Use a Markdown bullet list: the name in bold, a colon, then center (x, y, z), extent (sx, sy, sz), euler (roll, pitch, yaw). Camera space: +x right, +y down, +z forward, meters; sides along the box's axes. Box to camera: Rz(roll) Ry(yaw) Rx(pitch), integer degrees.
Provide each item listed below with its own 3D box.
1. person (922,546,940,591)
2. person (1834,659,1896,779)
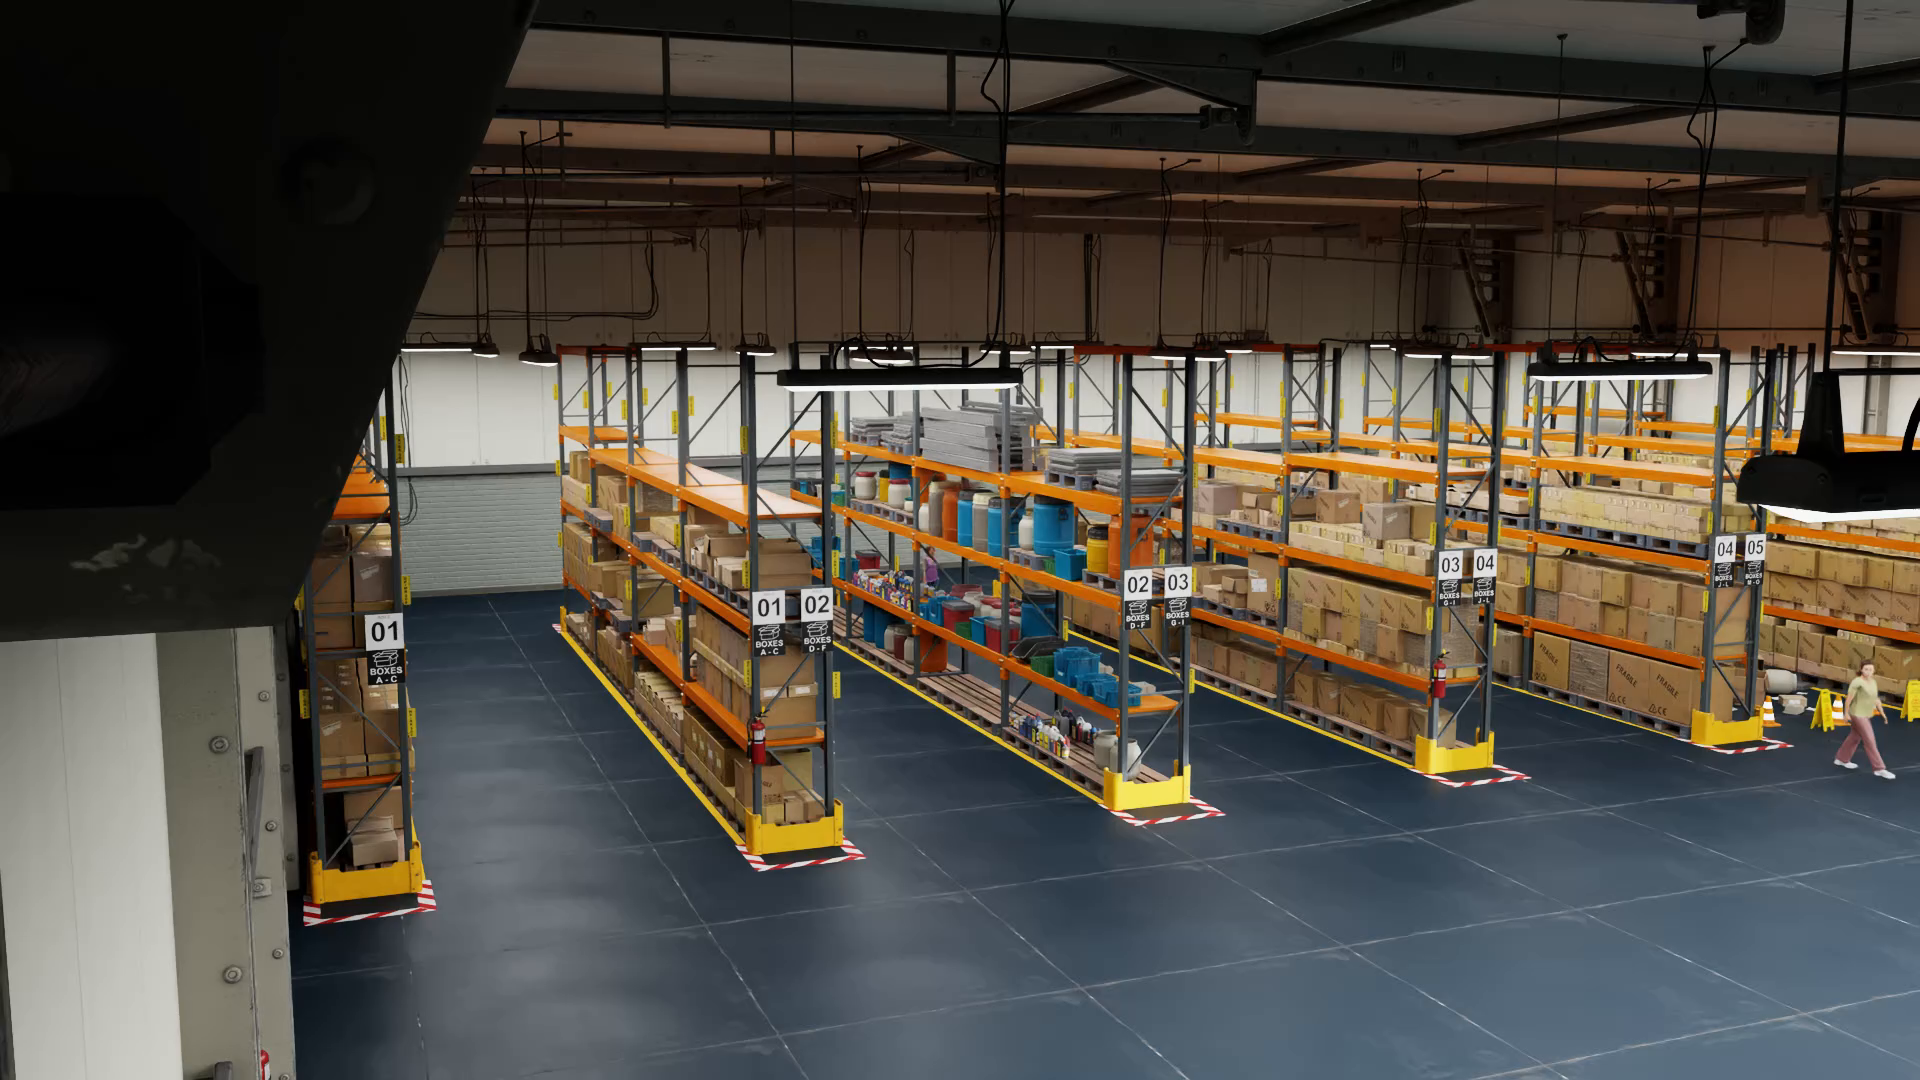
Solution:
- **person**: center (-0.654, 0.886, 36.688), extent (0.436, 1.552, 0.888), euler (-4, 8, -30)
- **person**: center (12.892, 2.506, 23.602), extent (0.474, 1.631, 0.948), euler (-4, 8, -29)
